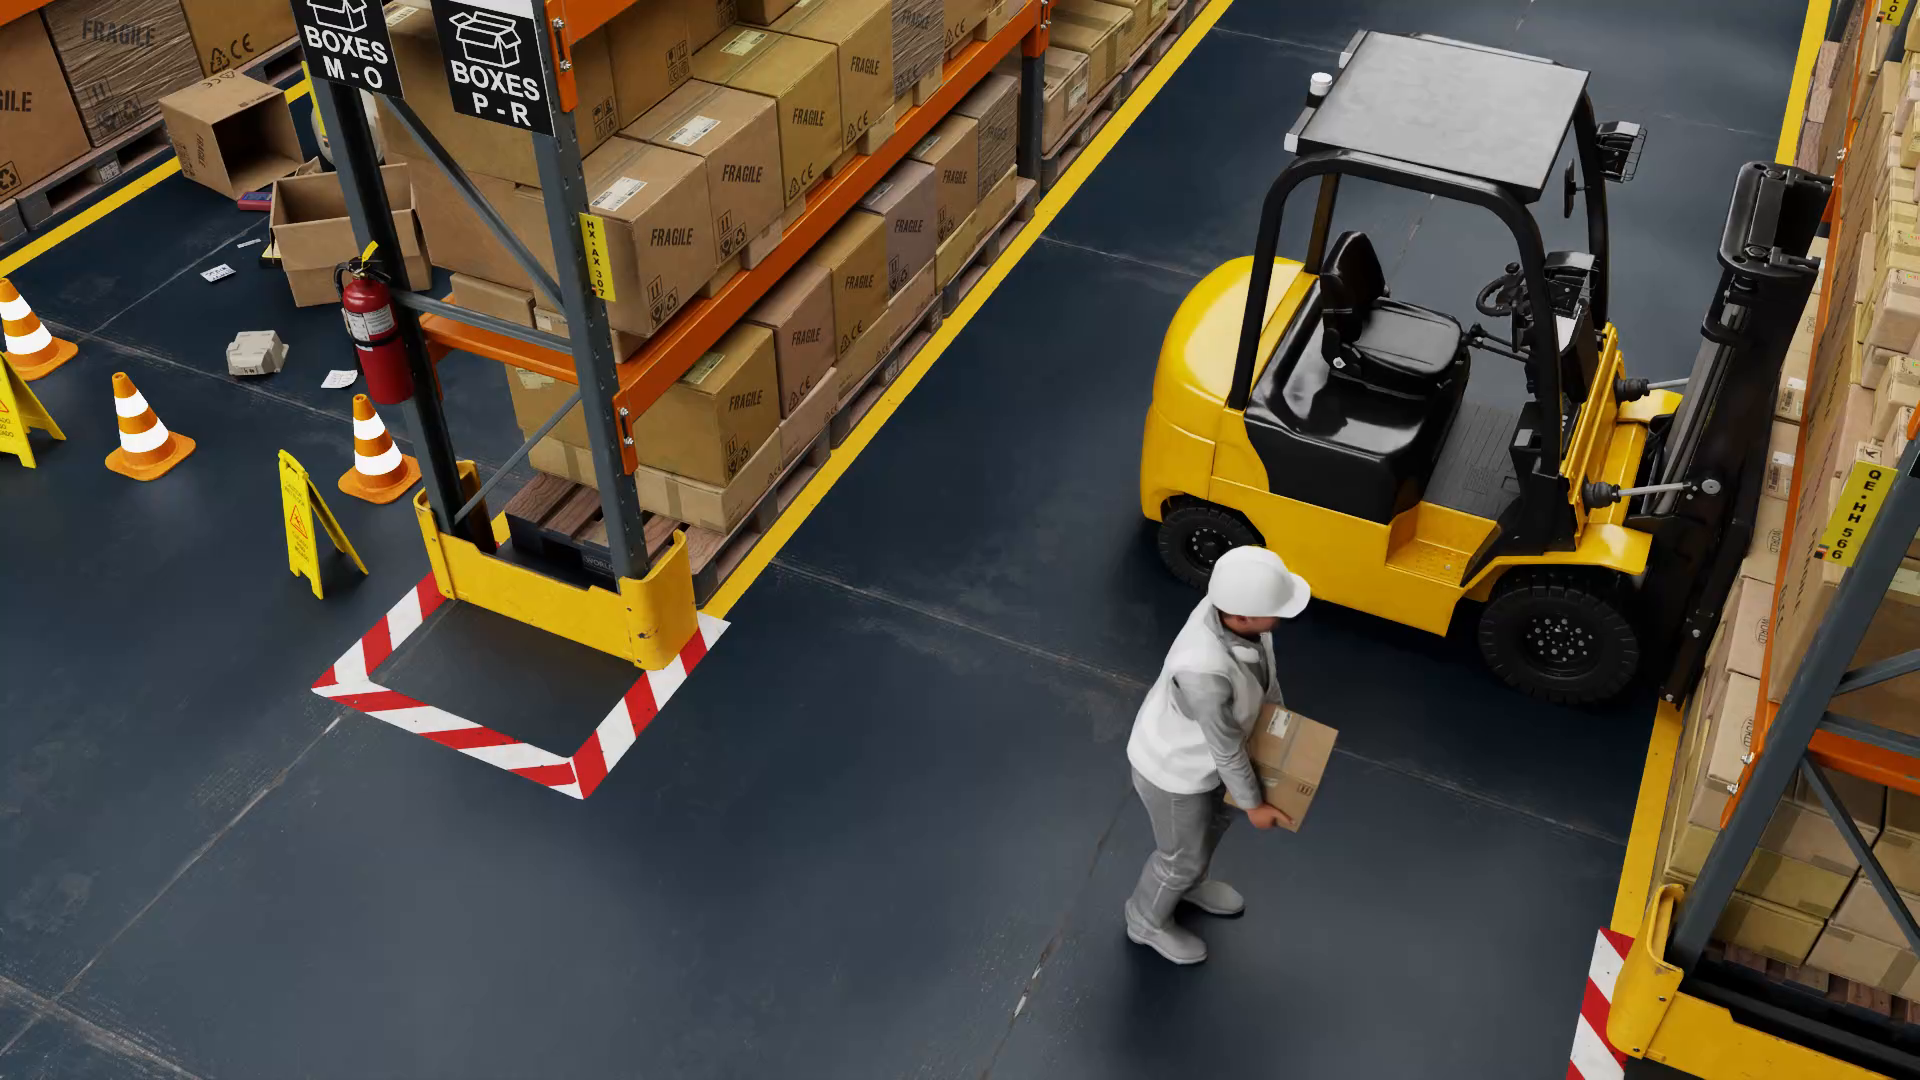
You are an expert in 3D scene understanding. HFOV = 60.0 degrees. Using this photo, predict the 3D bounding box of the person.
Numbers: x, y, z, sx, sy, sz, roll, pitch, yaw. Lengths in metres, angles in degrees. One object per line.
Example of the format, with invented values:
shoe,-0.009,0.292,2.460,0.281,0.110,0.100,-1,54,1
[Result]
person,0.845,0.695,5.370,0.577,1.765,0.487,17,44,18
